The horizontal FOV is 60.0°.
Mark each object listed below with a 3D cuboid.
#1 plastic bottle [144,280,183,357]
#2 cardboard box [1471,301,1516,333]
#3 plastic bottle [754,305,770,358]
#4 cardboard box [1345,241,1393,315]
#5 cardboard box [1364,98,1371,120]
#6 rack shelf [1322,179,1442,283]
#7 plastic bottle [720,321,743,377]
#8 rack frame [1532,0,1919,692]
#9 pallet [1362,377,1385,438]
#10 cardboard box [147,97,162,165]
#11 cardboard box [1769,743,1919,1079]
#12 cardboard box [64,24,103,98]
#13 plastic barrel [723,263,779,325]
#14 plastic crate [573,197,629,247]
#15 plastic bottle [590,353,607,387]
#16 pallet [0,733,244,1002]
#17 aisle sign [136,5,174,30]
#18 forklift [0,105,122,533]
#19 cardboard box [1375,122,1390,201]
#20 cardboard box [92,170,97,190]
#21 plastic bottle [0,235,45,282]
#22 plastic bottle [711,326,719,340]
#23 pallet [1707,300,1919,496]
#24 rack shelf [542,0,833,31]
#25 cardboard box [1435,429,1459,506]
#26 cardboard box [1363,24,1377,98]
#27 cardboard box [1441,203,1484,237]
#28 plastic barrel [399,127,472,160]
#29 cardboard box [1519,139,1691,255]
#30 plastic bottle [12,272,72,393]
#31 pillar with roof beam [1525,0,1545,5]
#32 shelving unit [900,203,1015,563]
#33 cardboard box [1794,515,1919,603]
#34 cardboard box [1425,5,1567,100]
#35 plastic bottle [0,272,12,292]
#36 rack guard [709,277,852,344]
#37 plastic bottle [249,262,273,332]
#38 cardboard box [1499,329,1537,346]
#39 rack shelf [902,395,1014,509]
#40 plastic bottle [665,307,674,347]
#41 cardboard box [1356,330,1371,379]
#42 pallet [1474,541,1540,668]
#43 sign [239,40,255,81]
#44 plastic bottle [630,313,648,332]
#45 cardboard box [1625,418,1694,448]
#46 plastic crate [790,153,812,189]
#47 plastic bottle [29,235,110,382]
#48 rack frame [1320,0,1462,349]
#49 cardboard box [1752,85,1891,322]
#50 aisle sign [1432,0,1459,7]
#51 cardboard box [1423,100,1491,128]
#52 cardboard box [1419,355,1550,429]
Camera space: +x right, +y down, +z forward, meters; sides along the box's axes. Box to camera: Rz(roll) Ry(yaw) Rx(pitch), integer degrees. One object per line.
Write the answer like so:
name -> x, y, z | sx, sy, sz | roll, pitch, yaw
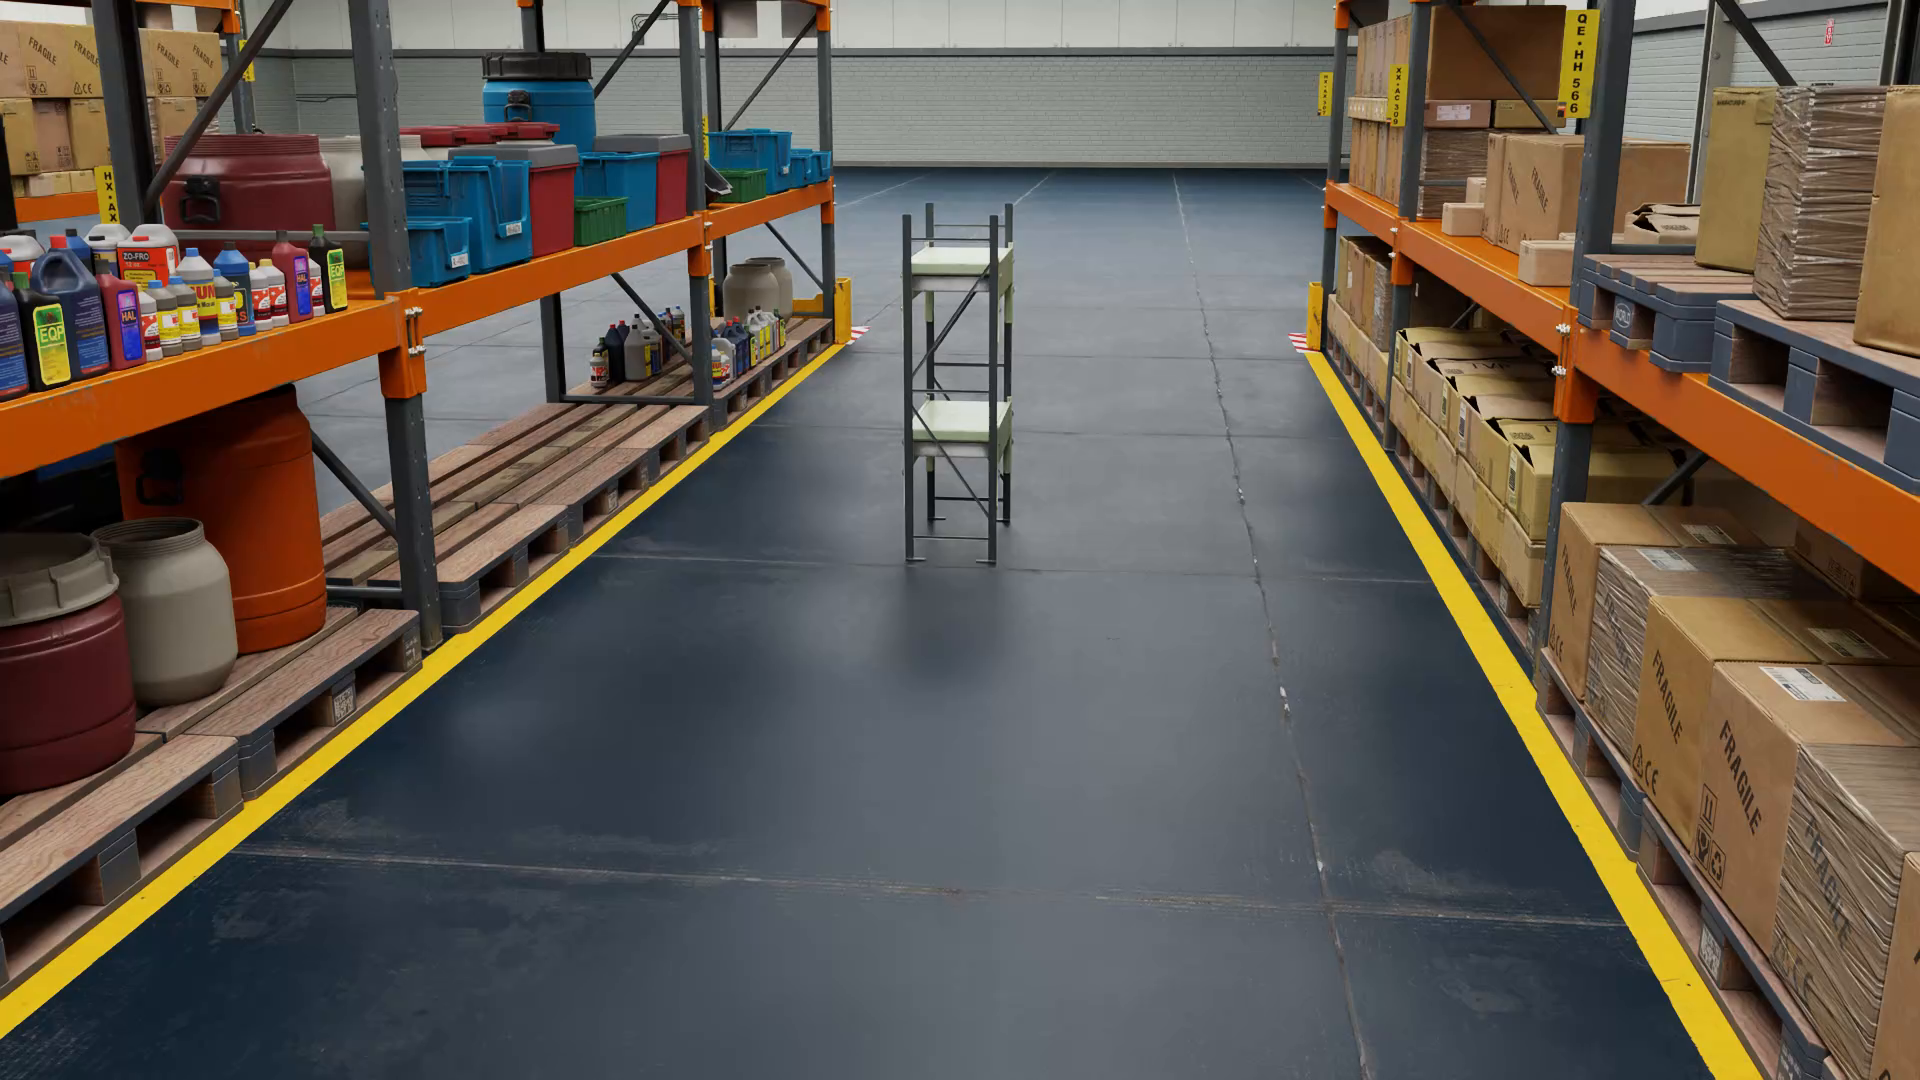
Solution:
plastic bottle -> -2.183, -0.605, 4.534 | 0.097, 0.201, 0.097 | 0, 15, 0
cardboard box -> 3.298, -1.298, 9.743 | 0.500, 0.500, 0.500 | 2, 15, 6
plastic bottle -> -1.393, -1.435, 11.454 | 0.144, 0.351, 0.185 | 2, 15, 9
cardboard box -> 3.006, -1.832, 11.718 | 0.500, 0.500, 0.500 | 2, 15, 6
cardboard box -> 3.013, -2.985, 11.522 | 0.380, 0.149, 0.250 | 1, 15, 4
rack shelf -> 3.160, -2.121, 11.139 | 1.077, 0.370, 4.000 | 2, 15, 6
plastic bottle -> -1.483, -1.227, 10.687 | 0.144, 0.351, 0.185 | 2, 15, 8
rack frame -> 2.483, -0.912, 5.290 | 1.000, 3.000, 0.127 | 2, 15, 6
pallet -> 3.066, -0.809, 10.249 | 1.003, 0.211, 1.213 | 2, 15, 6
cardboard box -> -6.582, -3.068, 12.502 | 0.875, 0.500, 0.500 | 2, 15, 6
cardboard box -> 1.924, 0.725, 3.181 | 0.500, 0.500, 0.500 | 2, 15, 7
cardboard box -> -6.447, -3.416, 11.871 | 0.500, 0.500, 0.500 | 2, 15, 6
plastic barrel -> -1.590, -1.833, 12.656 | 0.421, 0.512, 0.421 | 0, 15, 0
plastic crate -> -1.903, -1.534, 7.996 | 0.450, 0.188, 0.662 | 2, 15, 6
plastic bottle -> -2.255, -1.062, 10.359 | 0.097, 0.201, 0.097 | 0, 15, 0
pallet -> -2.626, 0.808, 4.269 | 1.003, 0.211, 1.213 | 2, 15, 6
aisle sign -> -6.748, -4.560, 13.799 | 0.394, 0.787, 0.004 | 2, 15, 6
forklift -> -4.685, -1.275, 6.763 | 1.130, 2.935, 3.031 | 2, 15, 7
cardboard box -> 3.149, -2.513, 11.019 | 0.700, 0.500, 0.500 | 2, 15, 8
cardboard box -> -6.446, -2.624, 12.100 | 0.380, 0.149, 0.250 | 2, 15, 6
plastic bottle -> -2.860, -0.777, 5.026 | 0.152, 0.276, 0.135 | 2, 15, 6
plastic bottle -> -1.626, -1.232, 10.703 | 0.144, 0.351, 0.185 | 2, 15, 6
pallet -> 2.269, -0.315, 3.449 | 1.003, 0.211, 1.213 | 2, 15, 6
rack shelf -> -1.761, -3.716, 11.290 | 1.077, 0.370, 4.000 | 2, 15, 6
cardboard box -> 2.470, -0.329, 7.596 | 0.500, 0.250, 0.500 | 2, 15, 7
cardboard box -> 3.261, -3.391, 11.779 | 0.700, 0.500, 0.500 | 1, 15, 5
cardboard box -> 2.632, -1.605, 8.332 | 0.380, 0.149, 0.250 | 2, 15, 6
plastic barrel -> -2.444, -1.618, 7.639 | 0.433, 0.535, 0.433 | 0, 15, 0
cardboard box -> 2.657, -1.396, 6.888 | 0.500, 0.500, 0.500 | 1, 15, 3
plastic bottle -> -2.225, -0.507, 4.012 | 0.061, 0.283, 0.133 | 2, 15, 6
pillar with roof beam -> 7.520, -11.883, 34.367 | 9.100, 9.000, 0.400 | 2, 15, 6
shelving unit -> 0.001, -0.726, 7.473 | 0.431, 1.500, 0.755 | 2, 15, 6
cardboard box -> 2.609, -0.016, 4.484 | 0.500, 0.250, 0.500 | 2, 15, 8
cardboard box -> 2.979, -2.740, 9.370 | 0.700, 0.500, 0.500 | 2, 15, 7
plastic bottle -> -2.285, -0.508, 4.019 | 0.061, 0.283, 0.133 | 2, 15, 6
rack guard -> -1.497, -1.906, 13.755 | 1.175, 0.500, 0.348 | 2, 15, 6
plastic bottle -> -2.128, -0.731, 5.001 | 0.097, 0.201, 0.097 | 0, 15, 0
cardboard box -> 3.174, -0.982, 8.938 | 0.500, 0.311, 0.500 | 2, 15, 6
rack shelf -> 0.001, -0.411, 7.558 | 0.431, 0.370, 0.720 | 2, 15, 6
plastic bottle -> -2.093, -1.516, 11.883 | 0.061, 0.283, 0.133 | 2, 15, 7
cardboard box -> 2.878, -1.211, 10.859 | 0.500, 0.250, 0.500 | 2, 15, 6
pallet -> 2.615, 0.221, 6.439 | 1.003, 0.211, 1.213 | 2, 15, 6
sign -> -5.907, -3.970, 13.774 | 0.100, 0.325, 0.005 | 2, 15, 6
plastic bottle -> -2.142, -1.339, 11.101 | 0.144, 0.351, 0.185 | 2, 15, 6
cardboard box -> 2.885, -0.322, 6.496 | 0.500, 0.311, 0.500 | 1, 15, 5
plastic crate -> -1.373, -2.755, 12.391 | 0.499, 0.251, 0.408 | 2, 15, 6
plastic bottle -> -2.248, -0.582, 4.161 | 0.144, 0.351, 0.185 | 2, 15, 6
rack frame -> 3.386, -2.987, 12.963 | 1.000, 3.000, 0.127 | 2, 15, 6
cardboard box -> 2.231, -0.765, 3.749 | 0.700, 0.500, 0.500 | 5, 16, 17
aisle sign -> 3.685, -4.251, 12.655 | 0.394, 0.787, 0.004 | 2, 15, 6
cardboard box -> 2.753, -2.388, 9.313 | 0.380, 0.149, 0.250 | 2, 15, 6
cardboard box -> 2.522, -0.732, 8.012 | 0.500, 0.311, 0.500 | 1, 15, 4
